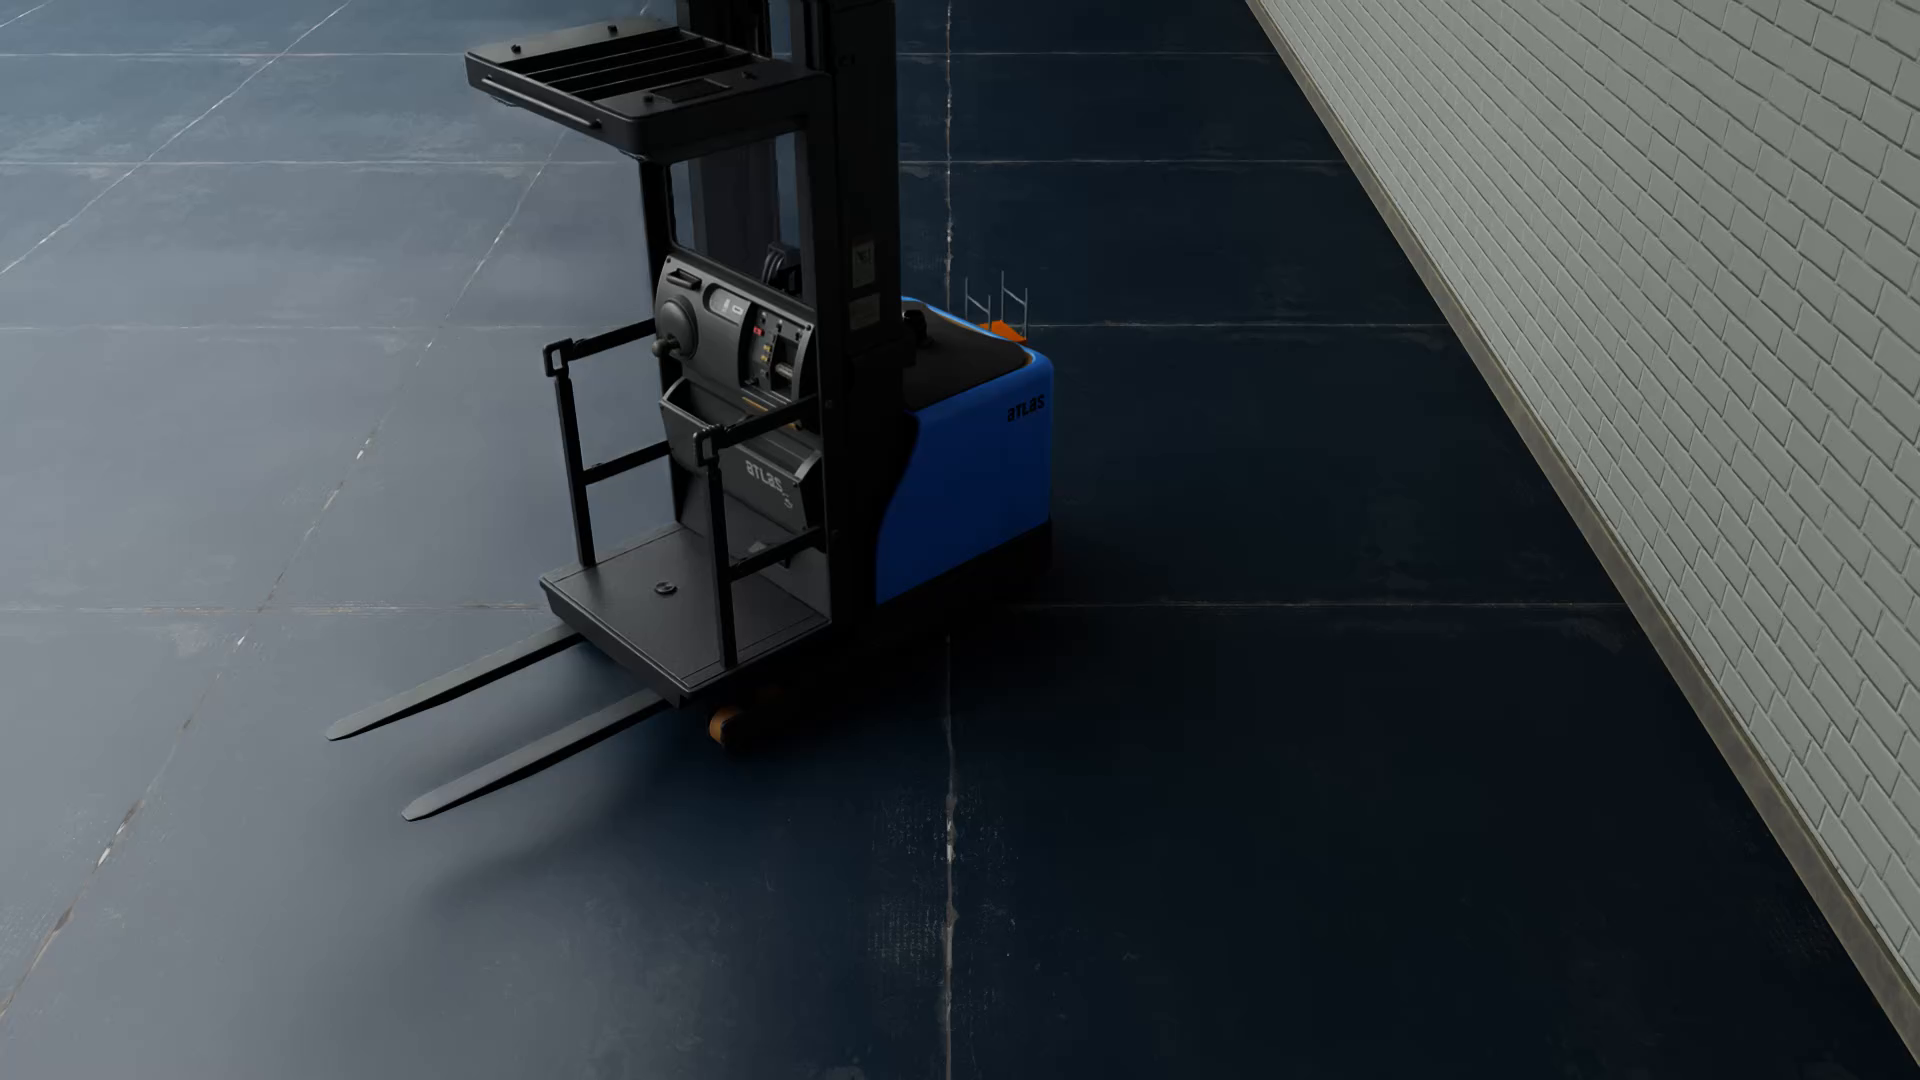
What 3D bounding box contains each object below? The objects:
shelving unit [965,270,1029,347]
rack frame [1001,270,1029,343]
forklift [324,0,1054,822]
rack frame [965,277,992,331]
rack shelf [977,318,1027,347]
[{"bbox_3d":[0.161,-0.615,7.606,0.189,1.200,0.258,-15,34,-23],"label":"shelving unit"},{"bbox_3d":[0.243,-0.636,7.641,0.006,1.200,0.240,-15,34,-23],"label":"rack frame"},{"bbox_3d":[-1.015,-0.755,6.169,3.031,2.935,1.130,-26,40,-36],"label":"forklift"},{"bbox_3d":[0.079,-0.593,7.571,0.006,1.200,0.240,-15,34,-23],"label":"rack frame"},{"bbox_3d":[0.161,-0.884,7.442,0.180,0.103,0.258,-15,34,-23],"label":"rack shelf"}]
